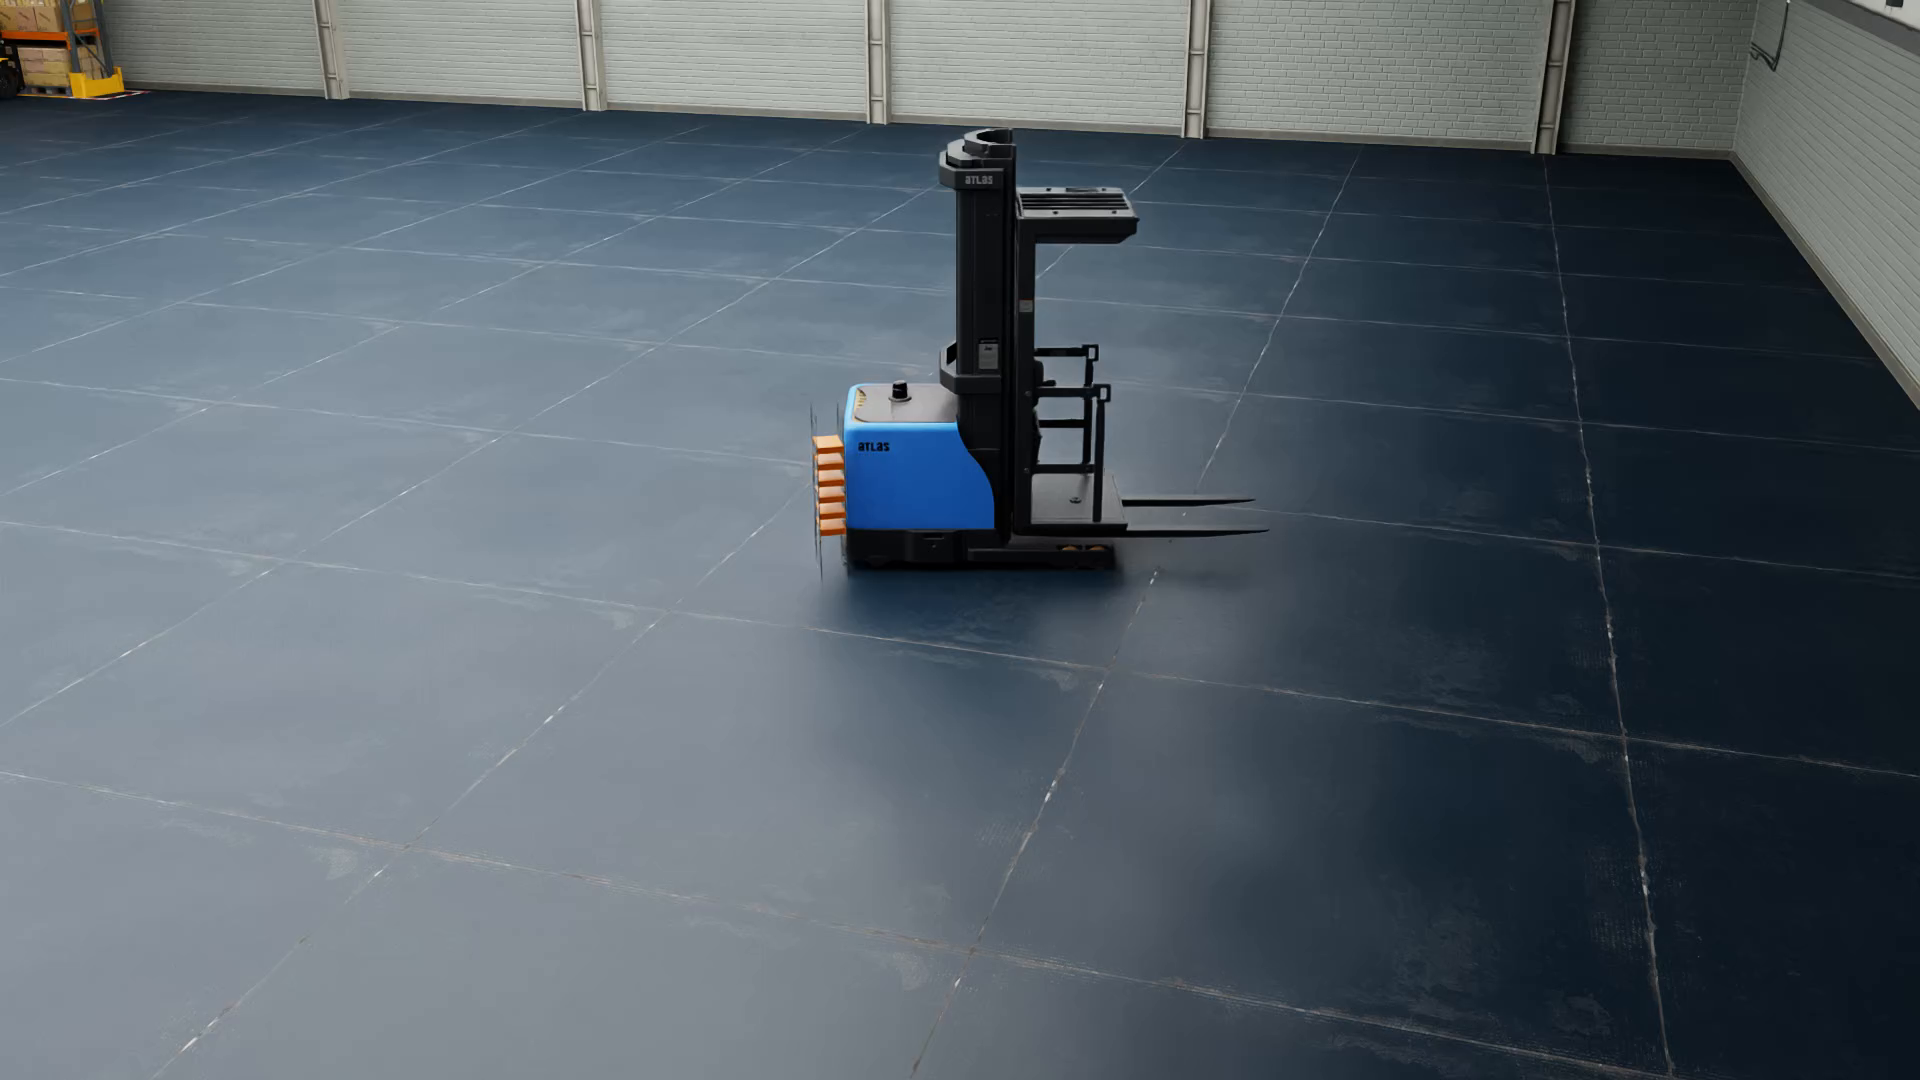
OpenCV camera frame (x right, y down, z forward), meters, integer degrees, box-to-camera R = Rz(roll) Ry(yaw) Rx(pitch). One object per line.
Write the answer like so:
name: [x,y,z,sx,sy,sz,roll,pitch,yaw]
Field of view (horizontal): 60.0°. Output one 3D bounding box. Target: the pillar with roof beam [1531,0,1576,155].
pillar with roof beam: [8.712,-9.215,22.878,0.400,9.000,9.100,7,23,16]

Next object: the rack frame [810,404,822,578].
rack frame: [-0.995,-0.333,11.501,0.006,1.200,0.240,-5,23,-12]

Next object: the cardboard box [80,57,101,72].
cardboard box: [-18.750,-10.169,35.520,0.500,0.250,0.500,7,23,16]

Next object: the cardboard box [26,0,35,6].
cardboard box: [-19.257,-11.239,34.731,0.250,0.149,0.380,7,23,17]

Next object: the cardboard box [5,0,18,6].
cardboard box: [-19.760,-11.283,34.837,0.250,0.149,0.380,6,23,14]

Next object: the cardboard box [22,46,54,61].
cardboard box: [-19.381,-10.264,35.093,0.500,0.250,0.500,7,23,16]

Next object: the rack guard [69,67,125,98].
rack guard: [-18.337,-9.730,35.331,0.348,0.500,1.175,7,23,16]

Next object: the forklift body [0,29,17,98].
forklift body: [-20.702,-10.041,33.915,1.214,2.155,2.313,7,23,16]

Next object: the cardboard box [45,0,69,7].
cardboard box: [-18.773,-11.171,34.565,0.250,0.149,0.380,7,23,16]

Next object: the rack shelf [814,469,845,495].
rack shelf: [-0.906,-0.411,11.492,0.180,0.103,0.258,-5,23,-12]

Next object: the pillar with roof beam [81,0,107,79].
pillar with roof beam: [-20.009,-12.504,30.896,0.400,9.000,9.100,7,23,16]

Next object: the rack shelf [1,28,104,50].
rack shelf: [-20.274,-10.775,35.534,4.000,0.370,1.077,7,23,16]

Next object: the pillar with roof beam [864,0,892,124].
pillar with roof beam: [-2.777,-10.531,26.085,0.400,9.000,9.100,7,23,16]

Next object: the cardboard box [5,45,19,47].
cardboard box: [-20.350,-10.374,35.362,0.500,0.250,0.500,6,23,14]

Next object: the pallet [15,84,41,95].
pallet: [-20.268,-9.802,35.887,1.213,0.211,1.003,7,23,15]

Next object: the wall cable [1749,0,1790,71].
wall cable: [12.394,-8.539,25.322,0.112,2.526,3.097,7,23,16]

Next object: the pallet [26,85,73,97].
pallet: [-19.104,-9.667,35.559,1.213,0.211,1.003,7,23,16]

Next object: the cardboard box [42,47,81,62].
cardboard box: [-18.891,-10.211,34.962,0.500,0.250,0.500,7,23,17]

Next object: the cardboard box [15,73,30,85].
cardboard box: [-19.851,-9.864,35.434,0.500,0.250,0.500,7,23,16]

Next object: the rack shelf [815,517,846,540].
rack shelf: [-0.905,-0.078,11.629,0.180,0.103,0.258,-5,23,-12]

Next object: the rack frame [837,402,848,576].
rack frame: [-0.817,-0.349,11.540,0.006,1.200,0.240,-5,23,-12]

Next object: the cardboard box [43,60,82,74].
cardboard box: [-18.916,-9.982,35.063,0.500,0.250,0.500,6,23,15]

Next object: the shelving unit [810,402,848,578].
shelving unit: [-0.906,-0.341,11.521,0.189,1.200,0.258,-5,23,-12]

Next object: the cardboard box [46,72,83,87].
cardboard box: [-18.901,-9.748,35.151,0.500,0.250,0.500,7,23,16]

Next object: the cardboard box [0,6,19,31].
cardboard box: [-19.891,-11.010,35.026,0.500,0.500,0.500,6,23,14]

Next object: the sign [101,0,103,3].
sign: [-18.194,-11.527,35.174,0.005,0.325,0.100,7,23,16]

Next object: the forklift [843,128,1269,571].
forklift: [0.691,-1.343,11.681,3.031,2.935,1.130,0,22,0]

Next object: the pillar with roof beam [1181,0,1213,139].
pillar with roof beam: [2.967,-9.873,24.482,0.400,9.000,9.100,7,23,16]

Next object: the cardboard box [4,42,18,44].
cardboard box: [-20.692,-10.618,35.955,0.500,0.250,0.500,7,23,16]

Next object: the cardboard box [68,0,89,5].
cardboard box: [-18.610,-11.367,35.041,0.250,0.149,0.380,6,23,14]

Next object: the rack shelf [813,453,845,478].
rack shelf: [-0.906,-0.522,11.447,0.180,0.103,0.258,-5,23,-12]

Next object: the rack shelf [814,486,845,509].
rack shelf: [-0.906,-0.300,11.538,0.180,0.103,0.258,-5,23,-12]

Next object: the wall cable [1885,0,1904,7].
wall cable: [9.636,-8.102,15.683,0.169,6.003,2.305,7,23,16]

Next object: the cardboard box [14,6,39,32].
cardboard box: [-19.401,-10.954,34.890,0.500,0.500,0.500,7,23,17]

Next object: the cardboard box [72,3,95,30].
cardboard box: [-18.754,-11.090,35.222,0.500,0.500,0.500,7,23,17]

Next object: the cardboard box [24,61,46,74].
cardboard box: [-19.393,-10.041,35.207,0.500,0.250,0.500,6,23,15]

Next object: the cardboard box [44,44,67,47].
cardboard box: [-19.245,-10.448,35.542,0.500,0.250,0.500,7,23,16]

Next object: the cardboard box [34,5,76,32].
cardboard box: [-18.907,-10.894,34.743,0.500,0.500,0.500,6,23,14]

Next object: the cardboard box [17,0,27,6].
cardboard box: [-19.491,-11.271,34.807,0.250,0.149,0.380,6,23,15]

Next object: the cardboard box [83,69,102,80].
cardboard box: [-18.773,-9.936,35.610,0.500,0.250,0.500,7,23,16]

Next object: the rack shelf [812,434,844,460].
rack shelf: [-0.906,-0.633,11.401,0.180,0.103,0.258,-5,23,-12]

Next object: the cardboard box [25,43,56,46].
cardboard box: [-19.720,-10.507,35.685,0.500,0.250,0.500,6,23,15]

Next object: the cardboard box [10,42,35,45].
cardboard box: [-20.209,-10.566,35.828,0.500,0.250,0.500,6,23,14]

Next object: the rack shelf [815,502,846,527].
rack shelf: [-0.906,-0.189,11.583,0.180,0.103,0.258,-5,23,-12]

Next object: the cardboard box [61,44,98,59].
cardboard box: [-18.765,-10.395,35.411,0.500,0.250,0.500,6,23,15]

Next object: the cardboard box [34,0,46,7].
cardboard box: [-19.026,-11.189,34.607,0.250,0.149,0.380,7,23,16]

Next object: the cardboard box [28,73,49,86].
cardboard box: [-19.374,-9.806,35.292,0.500,0.250,0.500,7,23,15]

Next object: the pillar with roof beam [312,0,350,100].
pillar with roof beam: [-14.265,-11.846,29.292,0.400,9.000,9.100,7,23,16]

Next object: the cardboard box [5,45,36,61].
cardboard box: [-19.867,-10.316,35.219,0.500,0.250,0.500,7,23,16]

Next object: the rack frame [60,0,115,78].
rack frame: [-18.360,-10.889,34.863,0.127,3.000,1.000,7,23,16]

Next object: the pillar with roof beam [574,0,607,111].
pillar with roof beam: [-8.521,-11.189,27.689,0.400,9.000,9.100,7,23,16]

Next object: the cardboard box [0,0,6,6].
cardboard box: [-20.008,-11.303,34.887,0.250,0.149,0.380,7,23,16]

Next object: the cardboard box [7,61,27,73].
cardboard box: [-19.893,-10.090,35.326,0.500,0.250,0.500,6,23,14]
